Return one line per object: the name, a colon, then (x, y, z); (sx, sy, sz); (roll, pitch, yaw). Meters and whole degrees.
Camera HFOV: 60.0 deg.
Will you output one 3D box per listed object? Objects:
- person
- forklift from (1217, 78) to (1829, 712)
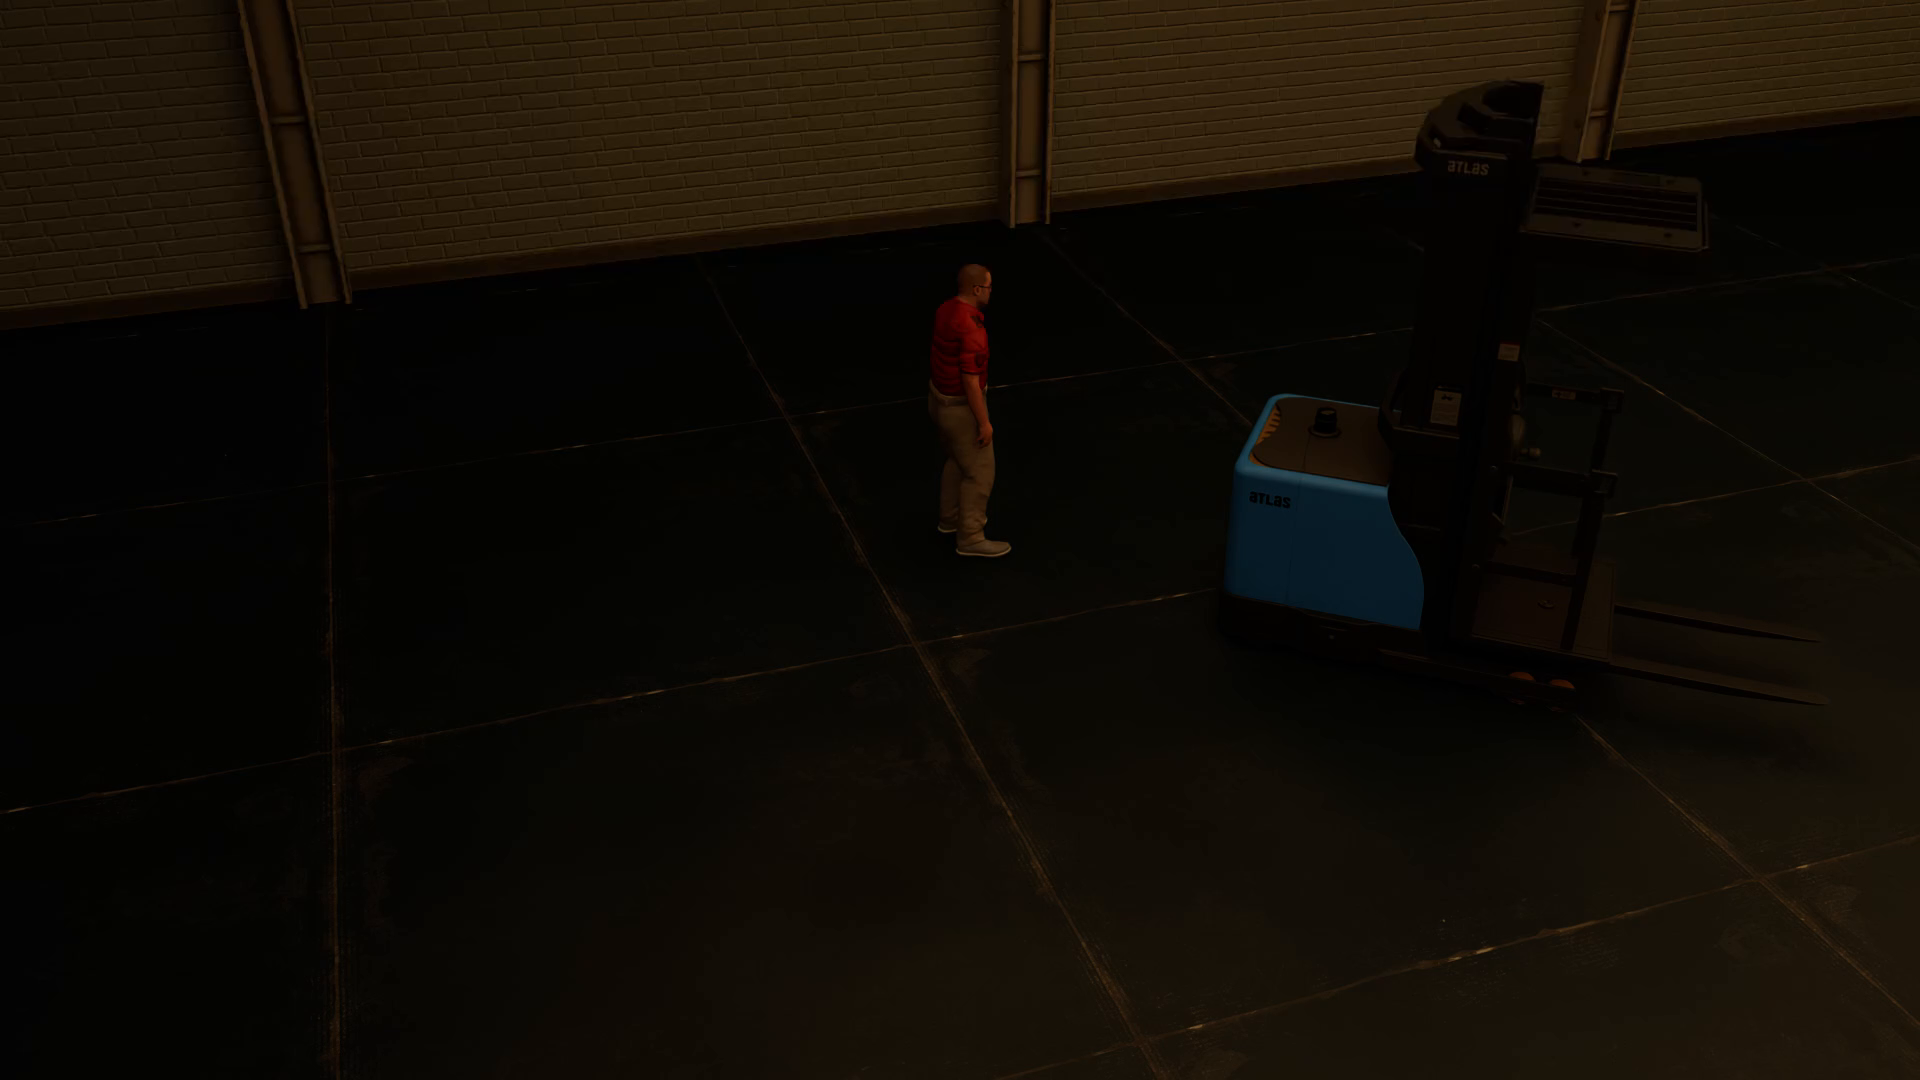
person: (0.033, -0.759, 9.612); (0.396, 1.726, 0.587); (-11, 32, -18)
forklift: (2.975, -0.691, 8.288); (3.031, 2.935, 1.130); (11, 32, 18)
